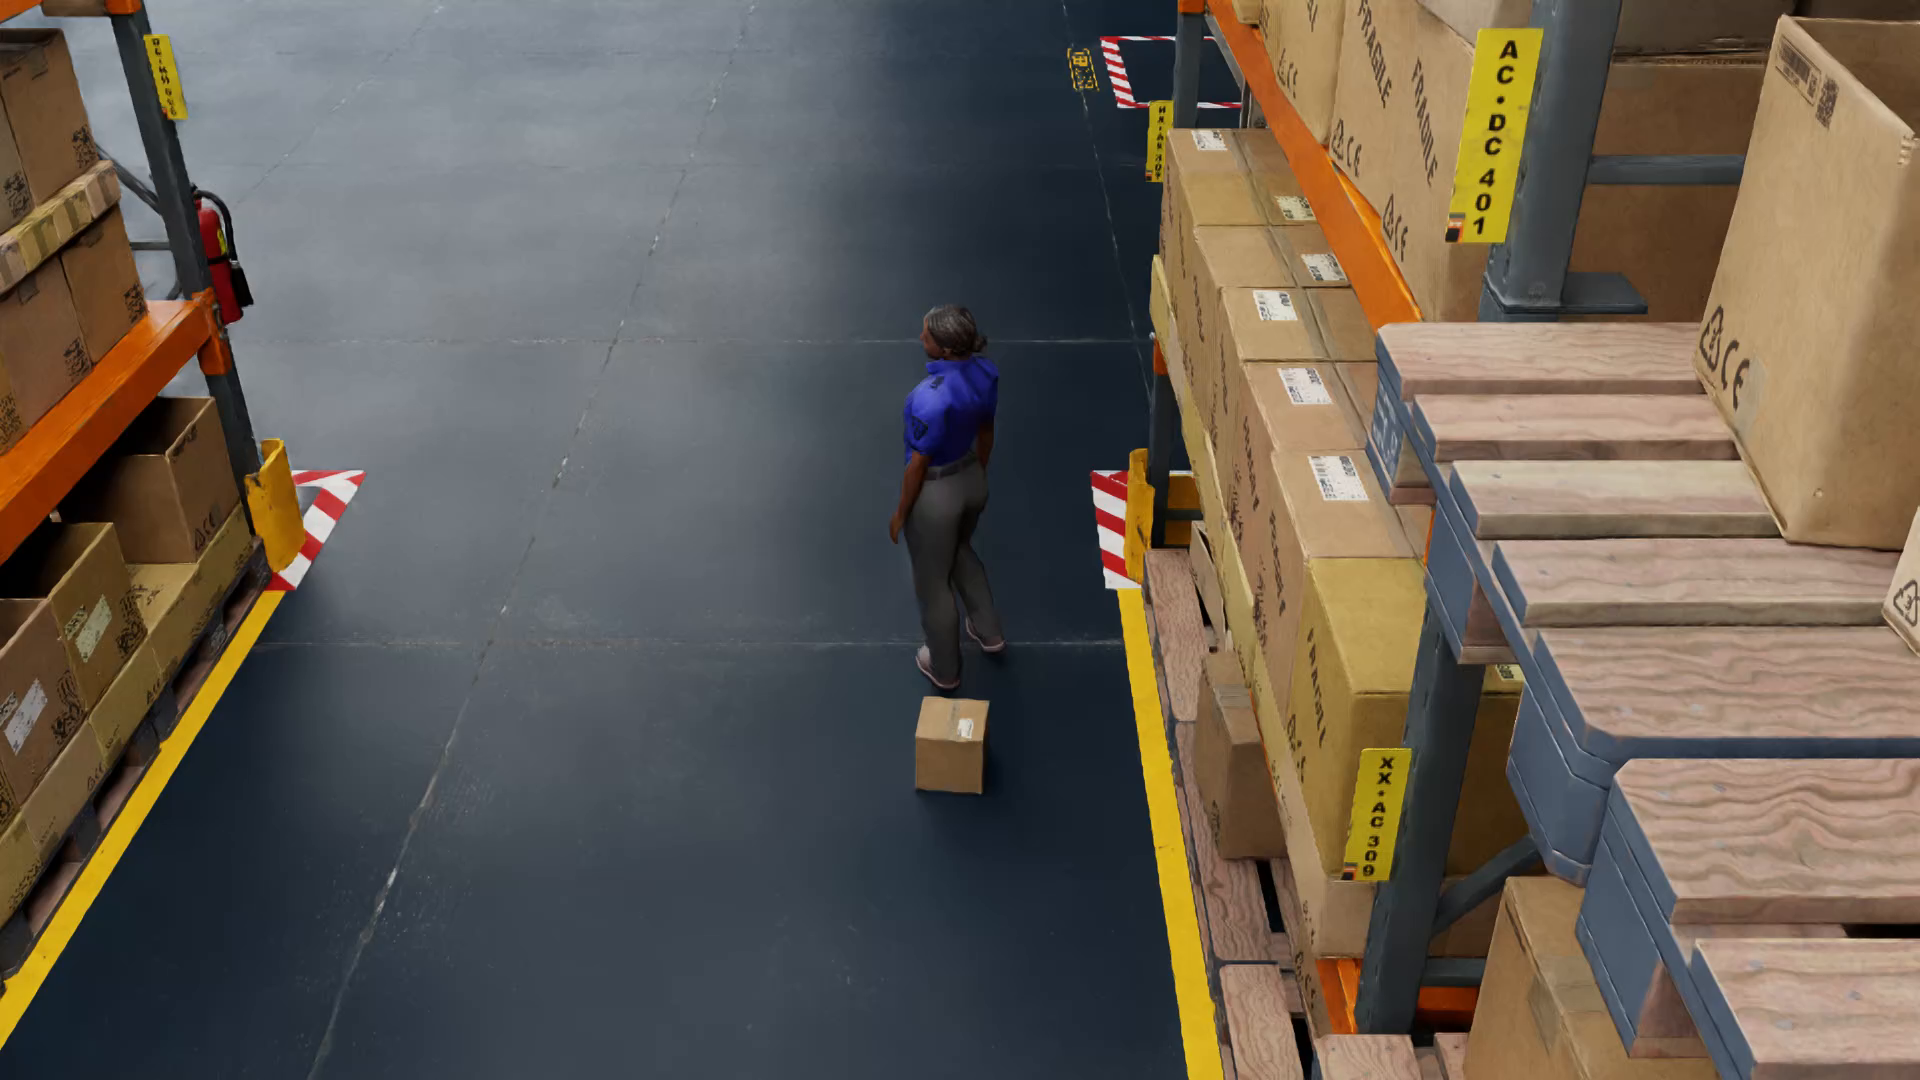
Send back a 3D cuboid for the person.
[{"bbox_3d":[-0.036,-0.190,6.438,0.353,1.643,0.554,23,38,32],"label":"person"}]
